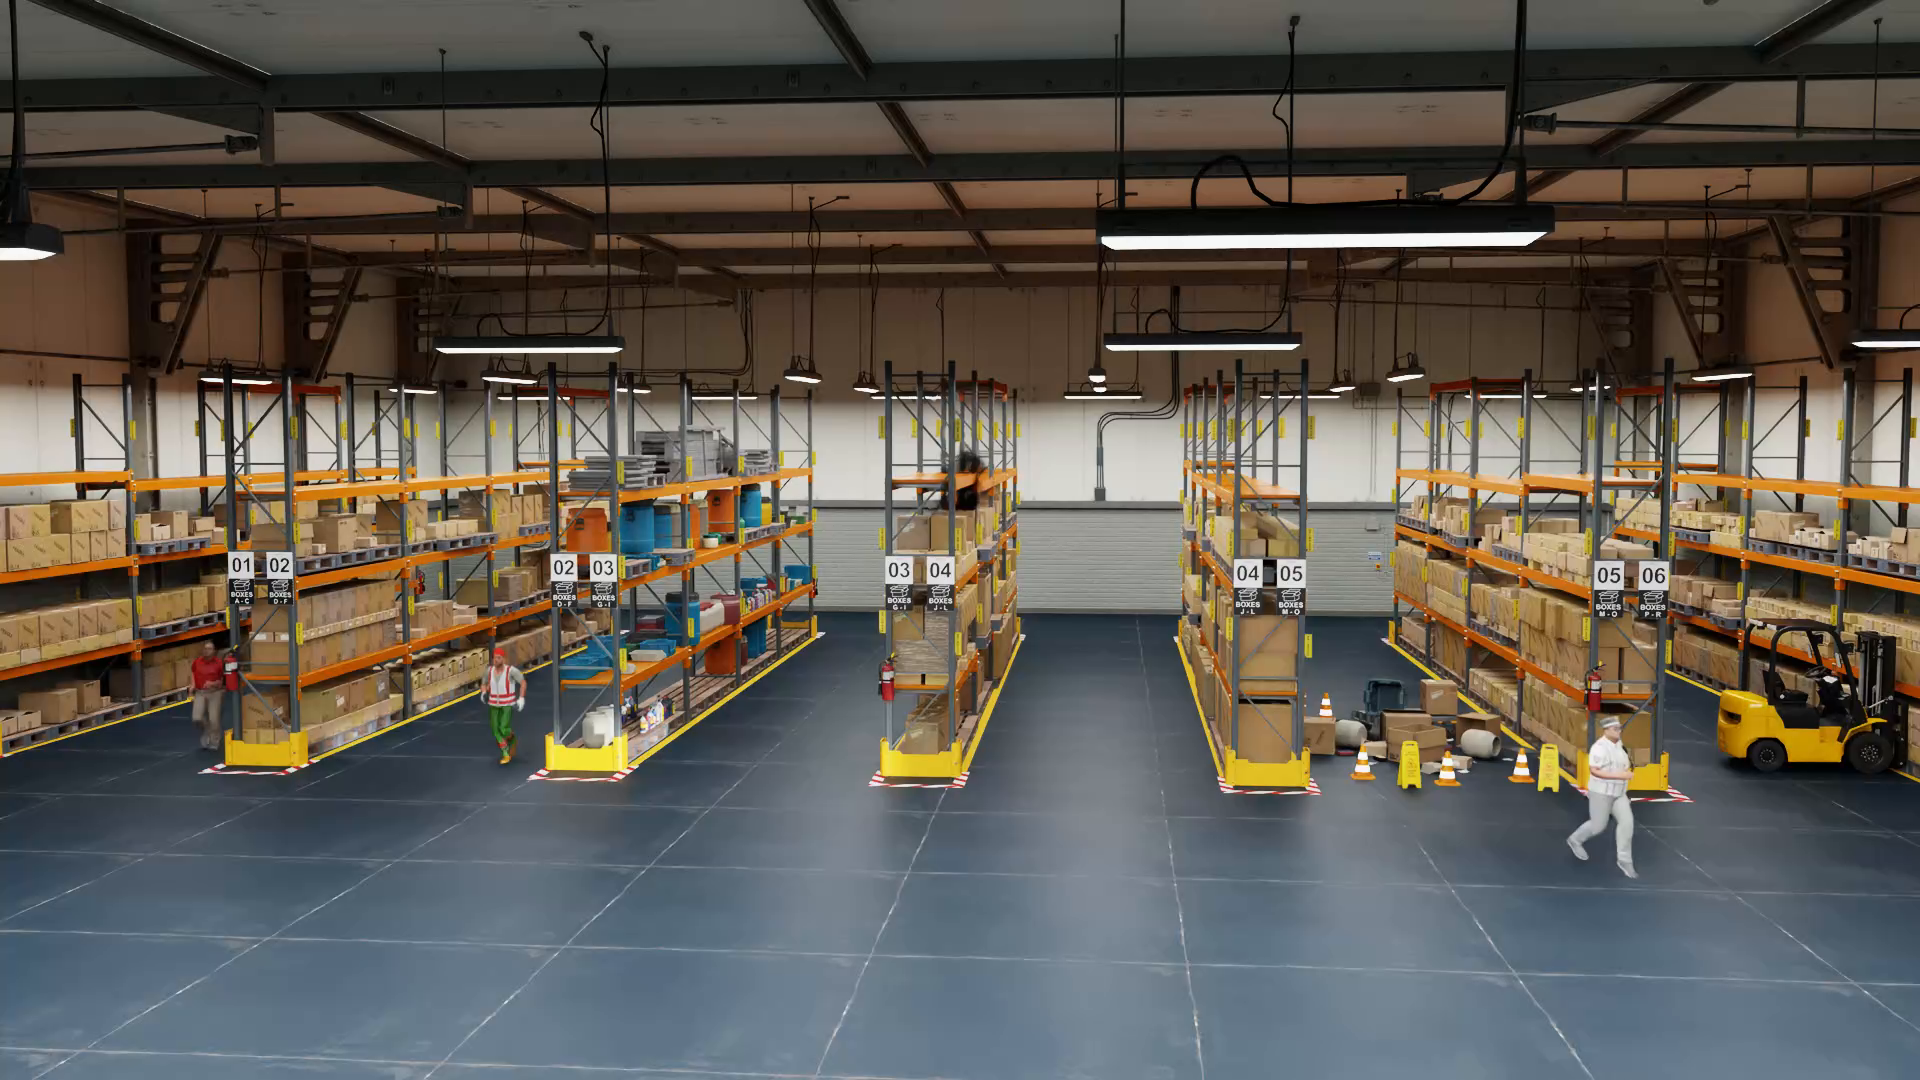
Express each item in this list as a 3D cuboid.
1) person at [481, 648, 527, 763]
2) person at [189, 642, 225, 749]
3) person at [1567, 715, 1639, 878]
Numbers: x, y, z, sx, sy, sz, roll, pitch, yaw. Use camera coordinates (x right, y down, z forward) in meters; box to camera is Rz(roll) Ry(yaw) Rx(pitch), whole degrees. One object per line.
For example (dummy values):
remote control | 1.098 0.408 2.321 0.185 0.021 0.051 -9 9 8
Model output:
person | -6.905 2.497 24.992 0.666 1.746 0.590 1 4 8
person | -11.750 2.445 25.960 0.646 1.693 0.633 0 4 -7
person | 7.333 2.896 18.930 0.691 1.848 0.913 -3 5 -35
